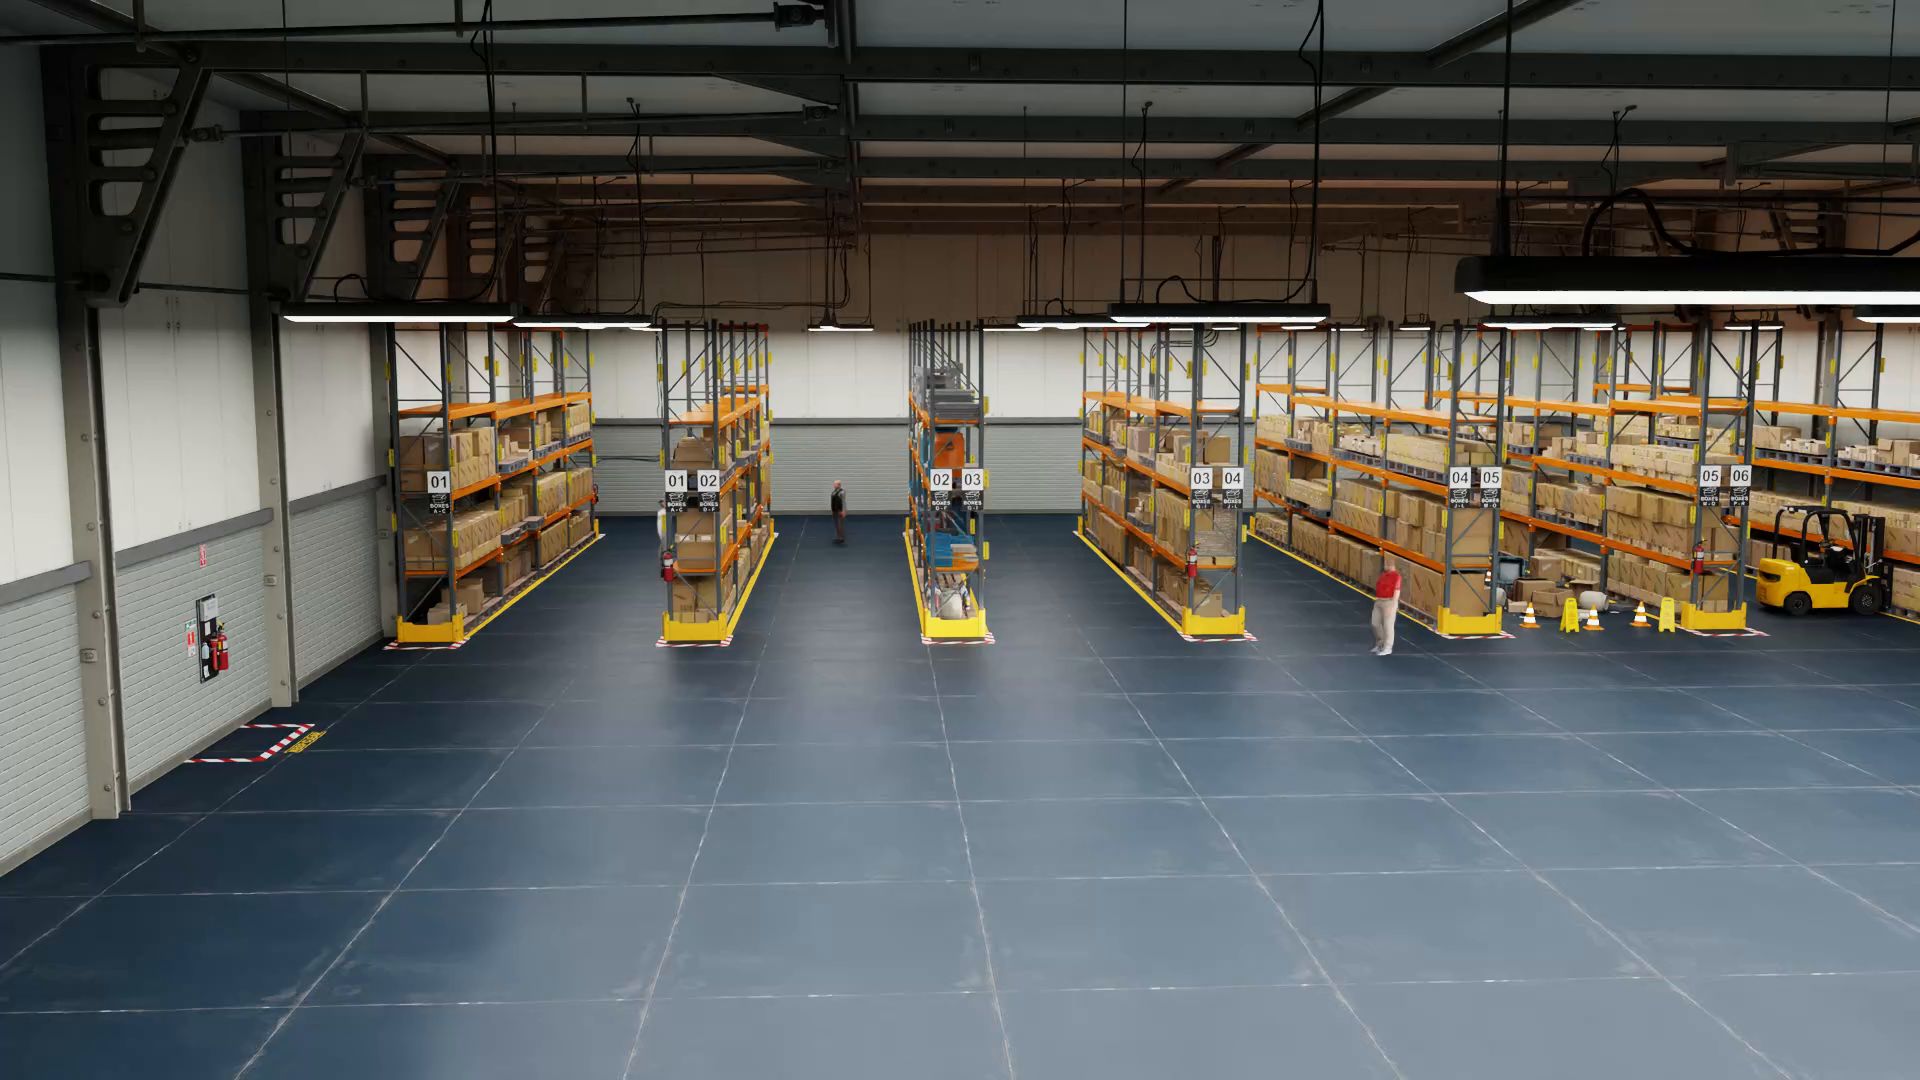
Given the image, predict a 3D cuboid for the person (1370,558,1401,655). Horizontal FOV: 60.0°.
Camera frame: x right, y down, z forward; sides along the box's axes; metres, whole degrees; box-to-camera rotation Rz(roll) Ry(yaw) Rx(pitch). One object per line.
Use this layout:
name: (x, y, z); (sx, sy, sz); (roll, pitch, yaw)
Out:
person: (7.613, 1.212, 29.883); (0.455, 1.790, 0.640); (-5, 8, -32)

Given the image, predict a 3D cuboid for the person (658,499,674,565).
person: (-7.257, -0.192, 41.190); (0.491, 1.700, 0.494); (1, 7, 6)

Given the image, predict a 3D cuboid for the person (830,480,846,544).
person: (-3.363, -0.782, 45.721); (0.379, 1.727, 0.603); (-5, 9, -36)

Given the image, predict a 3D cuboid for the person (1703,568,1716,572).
person: (16.579, 0.378, 36.708); (0.451, 1.654, 0.462); (6, 9, 40)
